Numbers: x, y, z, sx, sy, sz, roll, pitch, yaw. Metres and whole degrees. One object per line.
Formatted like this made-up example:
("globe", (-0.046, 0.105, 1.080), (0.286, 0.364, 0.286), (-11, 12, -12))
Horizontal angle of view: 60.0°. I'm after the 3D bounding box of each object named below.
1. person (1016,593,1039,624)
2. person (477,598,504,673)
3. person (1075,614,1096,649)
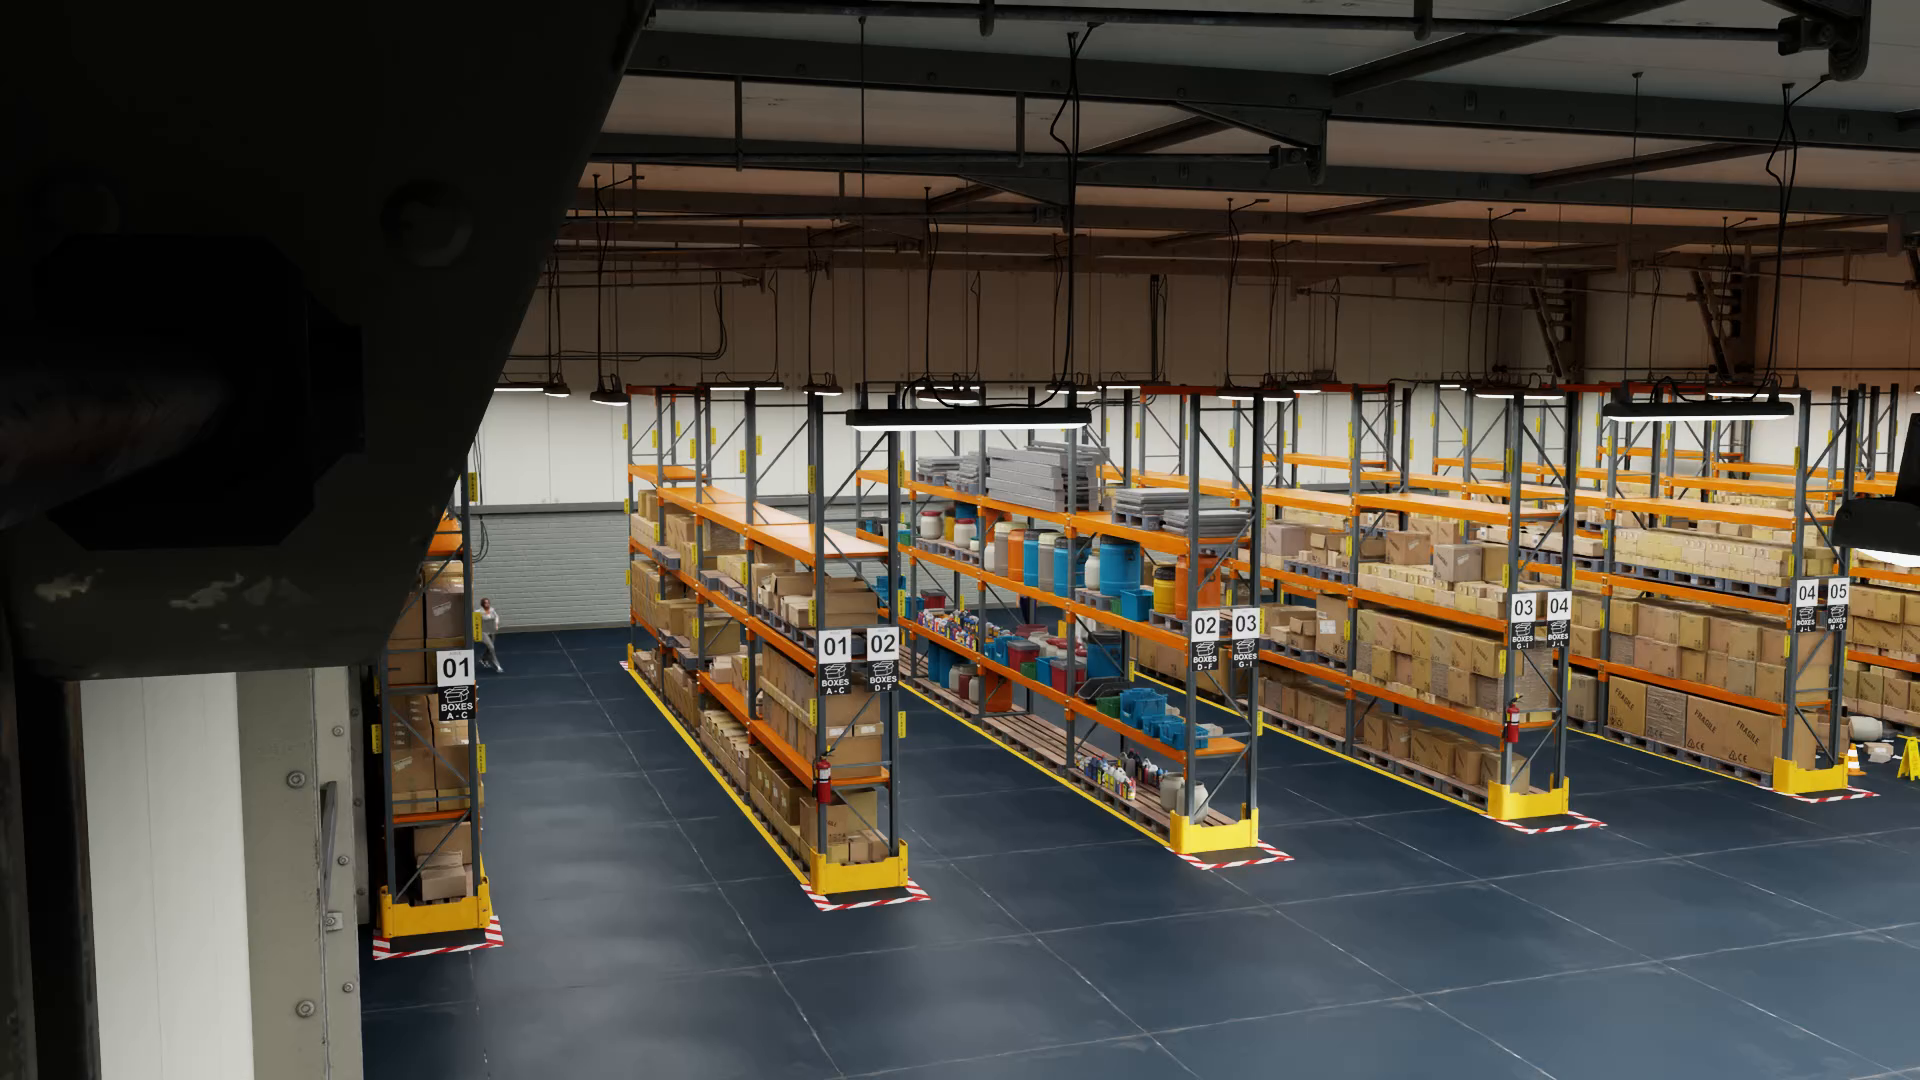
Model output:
("person", (1.601, 1.472, 39.221), (0.504, 1.573, 1.078), (2, 6, 17))
("person", (-9.914, 1.967, 34.722), (0.793, 1.574, 0.598), (6, 8, 45))
("person", (2.450, 1.837, 32.930), (0.621, 1.642, 1.010), (-1, 6, -11))
